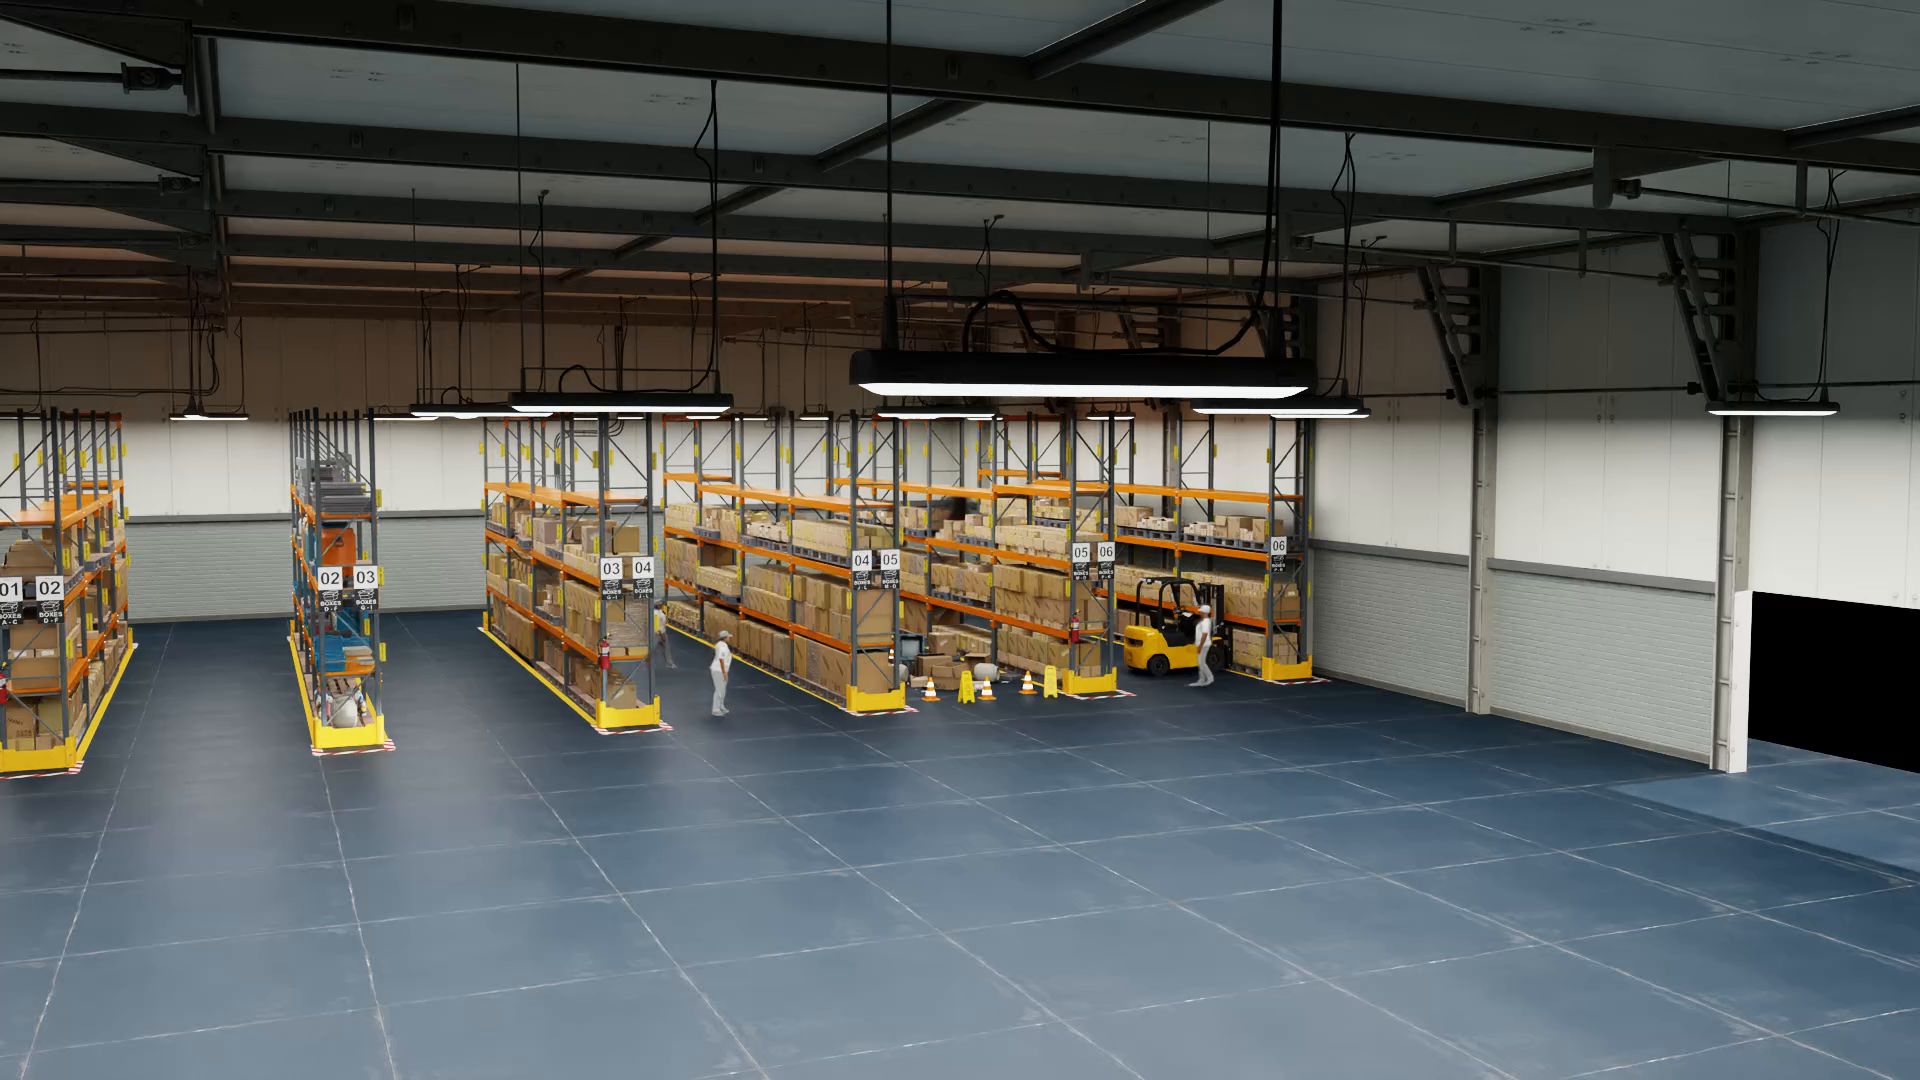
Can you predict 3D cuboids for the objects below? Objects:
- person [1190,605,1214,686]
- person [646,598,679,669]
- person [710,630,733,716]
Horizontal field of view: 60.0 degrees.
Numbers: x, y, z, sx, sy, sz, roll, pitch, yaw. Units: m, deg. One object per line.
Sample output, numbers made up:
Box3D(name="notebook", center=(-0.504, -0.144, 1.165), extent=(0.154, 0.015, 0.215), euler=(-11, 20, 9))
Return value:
Box3D(name="person", center=(5.275, 2.303, 36.130), extent=(0.458, 1.773, 0.616), euler=(-1, 4, -13))
Box3D(name="person", center=(-6.957, 2.181, 38.694), extent=(0.599, 1.684, 0.676), euler=(1, 4, 15))
Box3D(name="person", center=(-4.691, 2.609, 32.732), extent=(0.452, 1.673, 0.572), euler=(-1, 4, -9))
